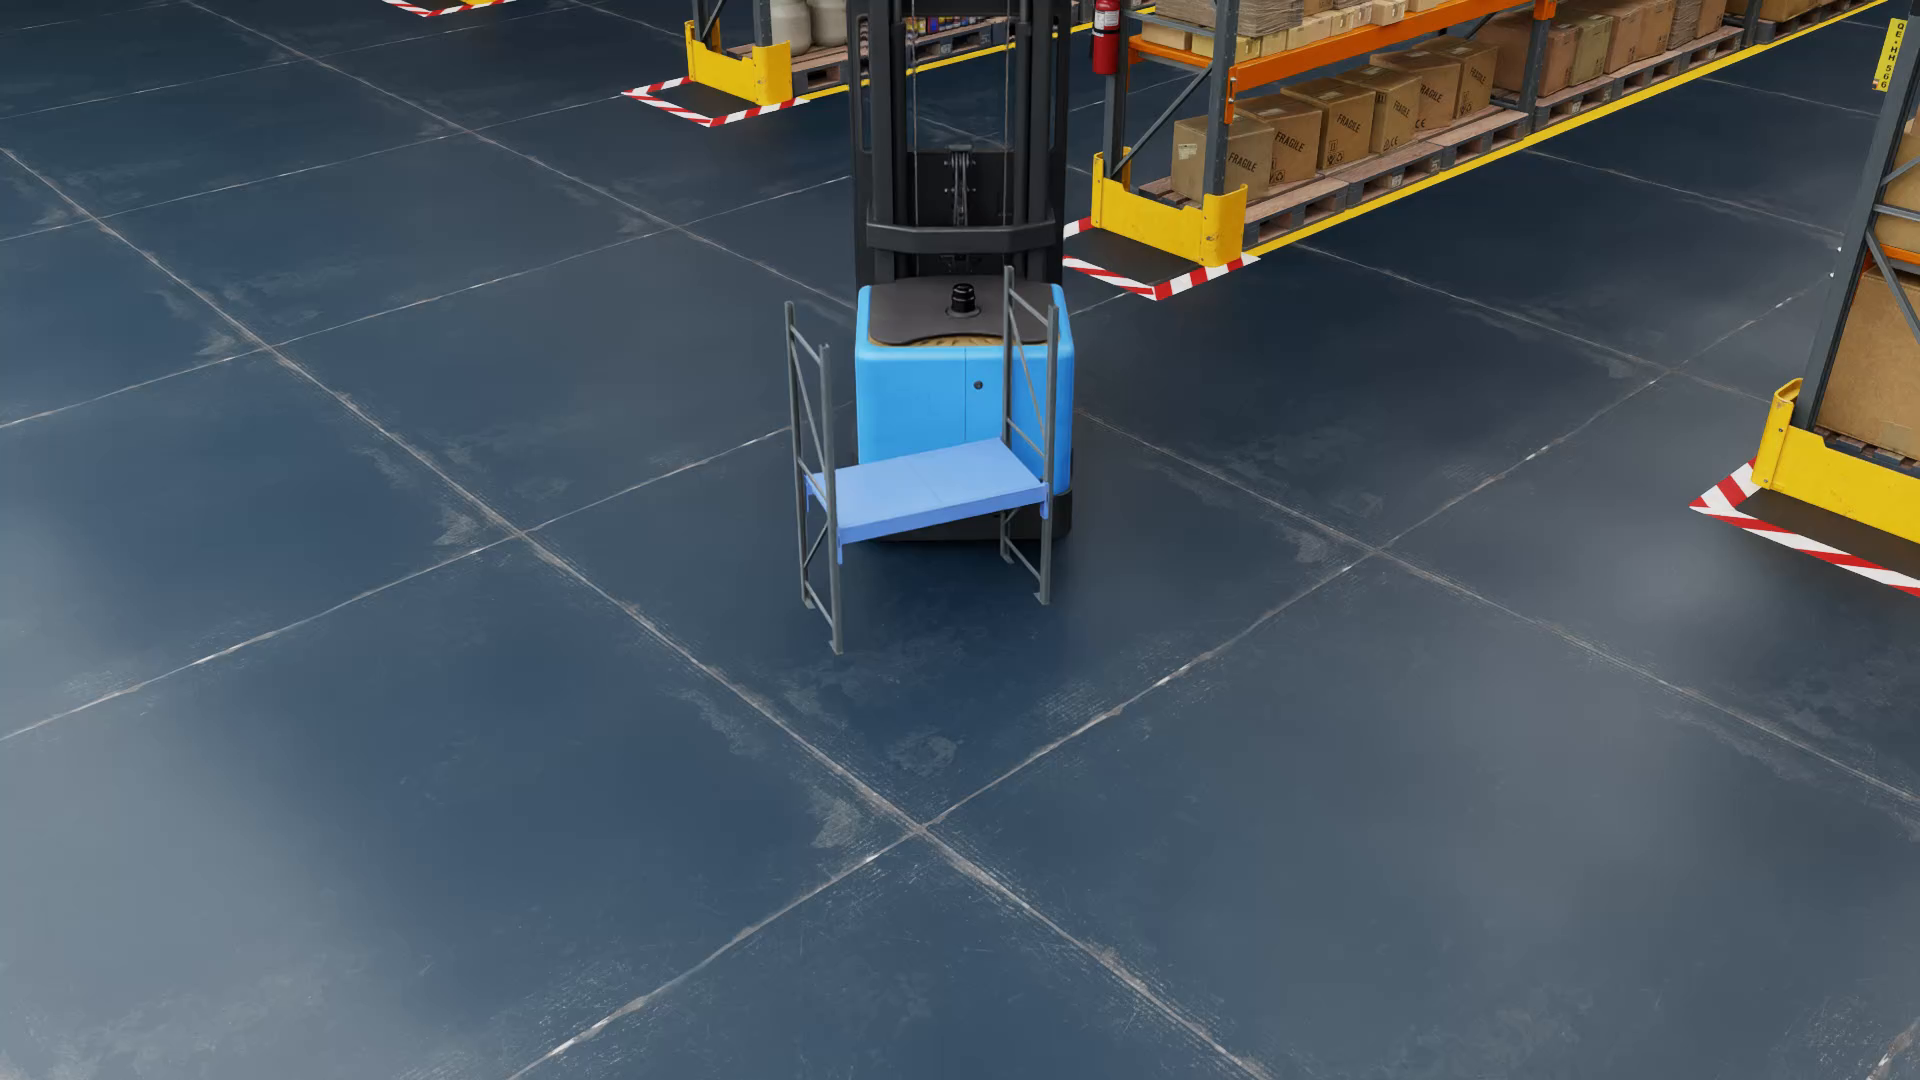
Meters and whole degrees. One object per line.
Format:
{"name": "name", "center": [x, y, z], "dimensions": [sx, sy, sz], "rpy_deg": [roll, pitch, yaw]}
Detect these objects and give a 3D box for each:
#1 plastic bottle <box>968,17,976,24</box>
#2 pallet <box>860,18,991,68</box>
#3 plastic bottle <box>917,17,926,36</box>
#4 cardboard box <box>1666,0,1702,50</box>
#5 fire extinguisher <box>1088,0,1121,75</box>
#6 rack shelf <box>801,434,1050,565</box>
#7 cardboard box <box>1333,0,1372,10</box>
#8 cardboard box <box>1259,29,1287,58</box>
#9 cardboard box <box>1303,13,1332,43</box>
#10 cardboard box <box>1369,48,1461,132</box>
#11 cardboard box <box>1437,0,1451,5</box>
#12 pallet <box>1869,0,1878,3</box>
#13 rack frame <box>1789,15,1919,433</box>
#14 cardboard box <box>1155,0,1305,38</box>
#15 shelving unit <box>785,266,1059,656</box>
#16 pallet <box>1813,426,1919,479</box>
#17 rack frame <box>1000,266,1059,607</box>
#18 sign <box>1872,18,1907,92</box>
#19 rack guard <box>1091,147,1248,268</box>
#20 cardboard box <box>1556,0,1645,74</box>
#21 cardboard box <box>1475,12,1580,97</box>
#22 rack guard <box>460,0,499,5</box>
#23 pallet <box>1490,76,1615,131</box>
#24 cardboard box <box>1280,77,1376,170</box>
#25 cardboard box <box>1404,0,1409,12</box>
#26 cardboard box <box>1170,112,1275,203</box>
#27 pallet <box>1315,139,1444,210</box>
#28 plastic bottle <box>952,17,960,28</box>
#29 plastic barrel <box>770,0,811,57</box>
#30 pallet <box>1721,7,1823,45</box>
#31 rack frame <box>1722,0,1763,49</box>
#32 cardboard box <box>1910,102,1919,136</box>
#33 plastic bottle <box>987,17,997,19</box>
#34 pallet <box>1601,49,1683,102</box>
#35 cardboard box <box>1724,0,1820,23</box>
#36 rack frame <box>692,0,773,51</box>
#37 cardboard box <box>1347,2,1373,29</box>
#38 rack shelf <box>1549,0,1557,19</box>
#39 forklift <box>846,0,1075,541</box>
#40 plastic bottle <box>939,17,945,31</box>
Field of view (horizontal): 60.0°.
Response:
{"name": "plastic bottle", "center": [0.105, -5.047, 15.889], "dimensions": [0.097, 0.201, 0.097], "rpy_deg": [0, 31, 0]}
{"name": "pallet", "center": [-0.467, -4.836, 15.957], "dimensions": [1.213, 0.211, 1.003], "rpy_deg": [-26, 40, -35]}
{"name": "plastic bottle", "center": [-0.367, -4.819, 15.516], "dimensions": [0.097, 0.201, 0.097], "rpy_deg": [0, 31, 0]}
{"name": "cardboard box", "center": [6.373, -4.882, 15.332], "dimensions": [0.700, 0.500, 0.500], "rpy_deg": [25, 40, 35]}
{"name": "fire extinguisher", "center": [0.986, -3.472, 11.127], "dimensions": [0.183, 0.674, 0.296], "rpy_deg": [-26, 40, -35]}
{"name": "rack shelf", "center": [-0.162, -0.196, 7.478], "dimensions": [1.000, 0.185, 0.538], "rpy_deg": [-12, 34, -19]}
{"name": "cardboard box", "center": [2.486, -4.108, 11.712], "dimensions": [0.500, 0.500, 0.875], "rpy_deg": [-26, 40, -35]}
{"name": "cardboard box", "center": [1.950, -3.354, 11.100], "dimensions": [0.250, 0.149, 0.380], "rpy_deg": [-26, 40, -35]}
{"name": "cardboard box", "center": [2.313, -3.533, 11.394], "dimensions": [0.250, 0.149, 0.380], "rpy_deg": [-26, 40, -35]}
{"name": "cardboard box", "center": [3.581, -3.569, 13.204], "dimensions": [0.500, 0.500, 0.500], "rpy_deg": [-13, 34, -21]}
{"name": "cardboard box", "center": [3.408, -4.068, 12.268], "dimensions": [0.250, 0.149, 0.380], "rpy_deg": [-26, 40, -35]}
{"name": "pallet", "center": [9.668, -6.134, 18.079], "dimensions": [1.213, 0.211, 1.003], "rpy_deg": [-26, 40, -35]}
{"name": "rack frame", "center": [4.681, -1.436, 7.724], "dimensions": [0.127, 3.000, 1.000], "rpy_deg": [-26, 40, -35]}
{"name": "cardboard box", "center": [1.805, -3.724, 11.083], "dimensions": [0.500, 0.500, 0.875], "rpy_deg": [-26, 40, -35]}
{"name": "shelving unit", "center": [-0.162, -0.350, 7.385], "dimensions": [1.048, 1.500, 0.538], "rpy_deg": [-12, 34, -19]}
{"name": "pallet", "center": [5.214, -0.560, 8.964], "dimensions": [1.213, 0.211, 1.003], "rpy_deg": [-26, 40, -35]}
{"name": "rack frame", "center": [0.306, -0.453, 7.553], "dimensions": [0.032, 1.500, 0.500], "rpy_deg": [-12, 34, -19]}
{"name": "sign", "center": [4.323, -2.244, 7.707], "dimensions": [0.005, 0.325, 0.100], "rpy_deg": [-26, 40, -35]}
{"name": "rack guard", "center": [1.439, -2.330, 11.581], "dimensions": [0.348, 0.500, 1.175], "rpy_deg": [-26, 40, -35]}
{"name": "cardboard box", "center": [5.553, -4.480, 14.675], "dimensions": [0.700, 0.500, 0.500], "rpy_deg": [25, 40, 35]}
{"name": "cardboard box", "center": [4.781, -4.119, 14.086], "dimensions": [0.700, 0.500, 0.500], "rpy_deg": [26, 40, 35]}
{"name": "rack guard", "center": [-5.367, -6.086, 17.723], "dimensions": [0.348, 0.500, 1.175], "rpy_deg": [-26, 40, -35]}
{"name": "pallet", "center": [4.886, -3.876, 14.386], "dimensions": [1.213, 0.211, 1.003], "rpy_deg": [-26, 40, -35]}
{"name": "cardboard box", "center": [2.739, -3.137, 12.499], "dimensions": [0.500, 0.500, 0.500], "rpy_deg": [-22, 38, -31]}
{"name": "cardboard box", "center": [3.013, -3.907, 12.004], "dimensions": [0.250, 0.149, 0.380], "rpy_deg": [-26, 40, -35]}
{"name": "cardboard box", "center": [1.852, -2.697, 11.780], "dimensions": [0.500, 0.500, 0.500], "rpy_deg": [-18, 36, -27]}
{"name": "pallet", "center": [2.953, -2.912, 12.810], "dimensions": [1.213, 0.211, 1.003], "rpy_deg": [-26, 40, -35]}
{"name": "plastic bottle", "center": [-0.046, -4.974, 15.770], "dimensions": [0.097, 0.201, 0.097], "rpy_deg": [0, 31, 0]}
{"name": "plastic barrel", "center": [-1.554, -4.645, 14.953], "dimensions": [0.421, 0.512, 0.421], "rpy_deg": [0, 31, 0]}
{"name": "pallet", "center": [7.879, -5.268, 16.663], "dimensions": [1.213, 0.211, 1.003], "rpy_deg": [-26, 40, -35]}
{"name": "rack frame", "center": [7.249, -6.207, 15.526], "dimensions": [0.127, 3.000, 1.000], "rpy_deg": [-26, 40, -35]}
{"name": "cardboard box", "center": [4.980, -2.078, 7.594], "dimensions": [0.550, 0.550, 0.875], "rpy_deg": [-26, 40, -35]}
{"name": "plastic bottle", "center": [0.295, -5.219, 16.028], "dimensions": [0.185, 0.351, 0.144], "rpy_deg": [-26, 40, -36]}
{"name": "pallet", "center": [5.781, -4.310, 15.097], "dimensions": [1.213, 0.211, 1.003], "rpy_deg": [-26, 40, -35]}
{"name": "cardboard box", "center": [7.769, -5.717, 16.358], "dimensions": [1.225, 0.875, 0.875], "rpy_deg": [27, 41, 37]}
{"name": "rack frame", "center": [-1.985, -5.264, 13.984], "dimensions": [0.127, 3.000, 1.000], "rpy_deg": [-26, 40, -35]}
{"name": "cardboard box", "center": [2.666, -3.718, 11.696], "dimensions": [0.250, 0.149, 0.380], "rpy_deg": [-26, 40, -35]}
{"name": "rack shelf", "center": [5.783, -5.191, 14.553], "dimensions": [4.000, 0.370, 1.077], "rpy_deg": [-26, 40, -35]}
{"name": "forklift", "center": [-0.013, -1.979, 8.677], "dimensions": [1.130, 2.935, 3.031], "rpy_deg": [-1, 31, -1]}
{"name": "plastic bottle", "center": [-0.192, -4.934, 15.636], "dimensions": [0.097, 0.271, 0.097], "rpy_deg": [0, 31, 0]}
